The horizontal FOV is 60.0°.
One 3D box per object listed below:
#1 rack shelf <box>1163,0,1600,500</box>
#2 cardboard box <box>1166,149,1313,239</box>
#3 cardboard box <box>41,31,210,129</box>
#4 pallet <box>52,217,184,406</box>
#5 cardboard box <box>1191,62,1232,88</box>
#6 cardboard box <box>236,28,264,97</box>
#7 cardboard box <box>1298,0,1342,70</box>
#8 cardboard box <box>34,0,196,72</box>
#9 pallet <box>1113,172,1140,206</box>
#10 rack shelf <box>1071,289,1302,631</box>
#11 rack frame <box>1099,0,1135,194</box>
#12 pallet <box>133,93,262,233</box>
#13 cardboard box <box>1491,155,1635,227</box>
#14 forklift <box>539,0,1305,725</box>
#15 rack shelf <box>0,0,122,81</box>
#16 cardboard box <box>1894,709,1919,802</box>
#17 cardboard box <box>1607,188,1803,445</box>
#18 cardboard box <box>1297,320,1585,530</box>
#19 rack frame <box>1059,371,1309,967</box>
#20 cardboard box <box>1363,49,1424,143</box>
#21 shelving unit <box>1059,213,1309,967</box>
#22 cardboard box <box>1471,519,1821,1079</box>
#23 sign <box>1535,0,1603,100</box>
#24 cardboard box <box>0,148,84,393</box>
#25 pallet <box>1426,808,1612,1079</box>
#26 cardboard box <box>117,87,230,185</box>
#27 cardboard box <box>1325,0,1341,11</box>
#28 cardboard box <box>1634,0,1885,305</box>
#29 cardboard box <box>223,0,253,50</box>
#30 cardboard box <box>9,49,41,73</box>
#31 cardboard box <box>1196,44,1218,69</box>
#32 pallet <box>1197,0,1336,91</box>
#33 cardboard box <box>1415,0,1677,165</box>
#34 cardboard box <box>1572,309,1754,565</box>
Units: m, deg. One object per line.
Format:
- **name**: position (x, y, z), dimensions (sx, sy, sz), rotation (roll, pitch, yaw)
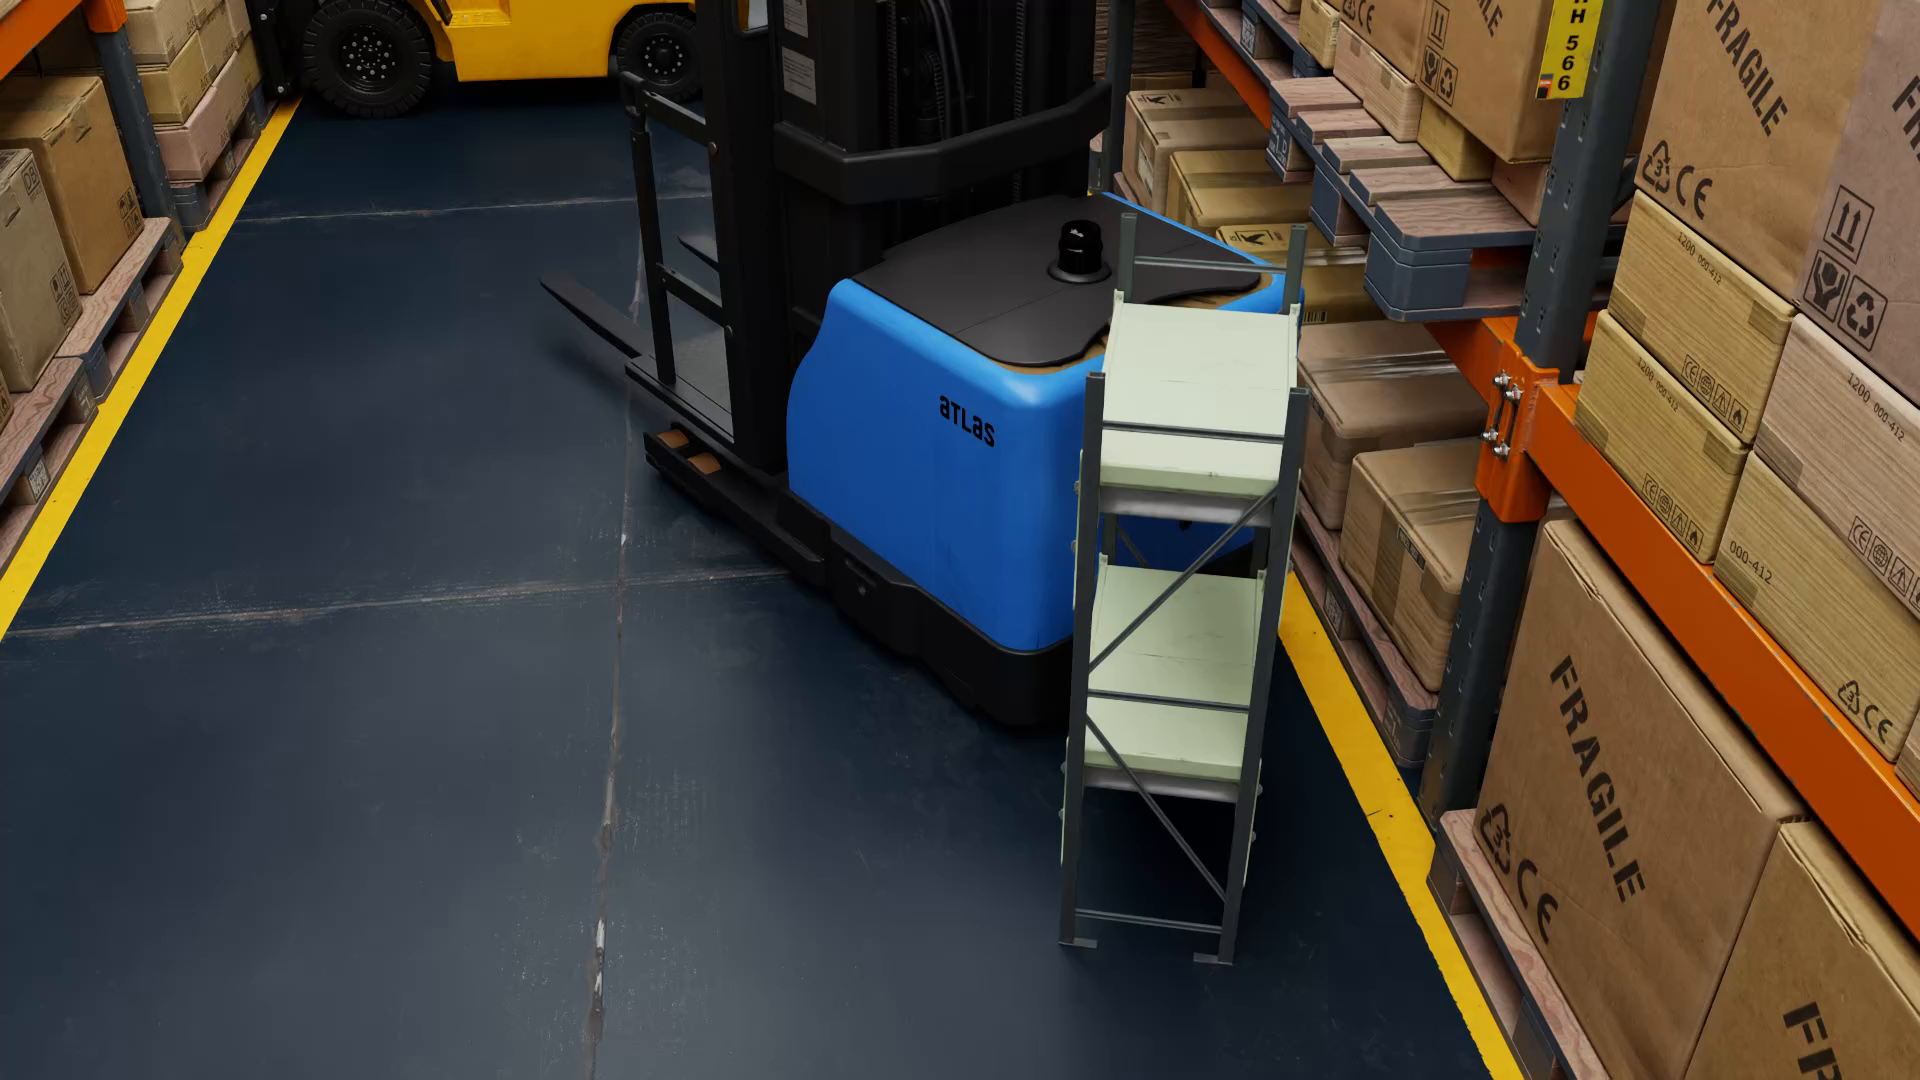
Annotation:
- **rack shelf**: position (1.403, -1.390, 5.264), dimensions (1.077, 0.370, 4.000), rotation (-4, 35, -6)
- **cardboard box**: position (1.307, -1.197, 6.304), dimensions (0.950, 0.372, 0.625), rotation (-2, 34, -3)
- **cardboard box**: position (-3.543, -1.962, 7.090), dimensions (0.500, 0.250, 0.500), rotation (-5, 35, -7)
- **pallet**: position (-3.646, -0.864, 6.331), dimensions (1.003, 0.211, 1.213), rotation (-4, 35, -6)
- **cardboard box**: position (1.322, -2.190, 7.869), dimensions (0.500, 0.250, 0.500), rotation (-6, 35, -9)
- **cardboard box**: position (-3.689, -2.325, 8.067), dimensions (0.500, 0.250, 0.500), rotation (-4, 34, -6)
- **cardboard box**: position (1.132, -1.381, 4.462), dimensions (0.380, 0.149, 0.250), rotation (-4, 34, -6)
- **cardboard box**: position (-3.538, -2.169, 6.950), dimensions (0.500, 0.250, 0.500), rotation (-5, 35, -7)
- **pallet**: position (1.240, -1.216, 6.847), dimensions (1.003, 0.211, 1.213), rotation (-4, 35, -6)
- **rack shelf**: position (0.489, -0.191, 3.505), dimensions (0.431, 0.370, 0.720), rotation (5, 35, 8)
- **rack frame**: position (1.134, -2.803, 6.699), dimensions (1.000, 3.000, 0.127), rotation (-4, 35, -6)
- **pallet**: position (-3.849, -1.720, 7.586), dimensions (1.003, 0.211, 1.213), rotation (-4, 35, -6)
- **cardboard box**: position (1.395, -0.806, 3.619), dimensions (0.380, 0.149, 0.250), rotation (-3, 34, -5)
- **forklift**: position (-0.392, -1.484, 4.825), dimensions (1.130, 2.935, 3.031), rotation (-24, 41, -31)
- **rack shelf**: position (-3.515, -1.012, 4.710), dimensions (1.077, 0.370, 4.000), rotation (-4, 35, -6)
- **cardboard box**: position (1.640, 0.362, 2.189), dimensions (0.500, 0.250, 0.500), rotation (-3, 34, -5)
- **cardboard box**: position (1.495, -0.414, 2.883), dimensions (0.500, 0.250, 0.500), rotation (-5, 35, -7)
- **cardboard box**: position (1.499, -0.386, 5.113), dimensions (0.950, 0.372, 0.625), rotation (-5, 35, -7)
- **rack frame**: position (0.428, 0.335, 3.427), dimensions (0.400, 1.500, 0.023), rotation (5, 35, 8)
- **cardboard box**: position (1.209, -1.087, 4.031), dimensions (0.380, 0.149, 0.250), rotation (-5, 35, -7)
- **shelving unit**: position (0.489, 0.132, 3.725), dimensions (0.431, 1.500, 0.755), rotation (5, 35, 8)
- **cardboard box**: position (1.683, 0.525, 3.329), dimensions (0.875, 0.875, 0.875), rotation (-5, 35, -7)
- **sign**: position (1.136, -0.970, 3.052), dimensions (0.100, 0.325, 0.005), rotation (-4, 35, -6)
- **cardboard box**: position (-3.606, -0.893, 5.633), dimensions (0.875, 0.625, 0.625), rotation (-5, 35, -7)
- **pallet**: position (1.703, 1.027, 3.555), dimensions (1.003, 0.211, 1.213), rotation (-4, 35, -6)
- **cardboard box**: position (-3.521, -1.757, 7.234), dimensions (0.500, 0.250, 0.500), rotation (-4, 34, -6)
- **cardboard box**: position (1.186, -1.710, 4.370), dimensions (0.500, 0.500, 0.500), rotation (-7, 35, -10)
- **cardboard box**: position (1.496, -0.732, 2.683), dimensions (0.500, 0.500, 0.500), rotation (-5, 35, -8)
- **cardboard box**: position (-3.669, -2.524, 7.915), dimensions (0.500, 0.250, 0.500), rotation (-5, 35, -7)
- **cardboard box**: position (-4.042, -2.135, 6.901), dimensions (0.500, 0.250, 0.500), rotation (-4, 34, -5)
- **cardboard box**: position (1.322, -2.500, 7.657), dimensions (0.500, 0.500, 0.500), rotation (-3, 34, -4)
- **pallet**: position (1.365, -1.593, 5.094), dimensions (1.003, 0.211, 1.213), rotation (-4, 35, -6)
- **cardboard box**: position (1.335, -1.141, 3.535), dimensions (0.500, 0.500, 0.500), rotation (-5, 35, -8)
- **cardboard box**: position (1.489, -0.217, 3.037), dimensions (0.500, 0.250, 0.500), rotation (-5, 35, -7)
